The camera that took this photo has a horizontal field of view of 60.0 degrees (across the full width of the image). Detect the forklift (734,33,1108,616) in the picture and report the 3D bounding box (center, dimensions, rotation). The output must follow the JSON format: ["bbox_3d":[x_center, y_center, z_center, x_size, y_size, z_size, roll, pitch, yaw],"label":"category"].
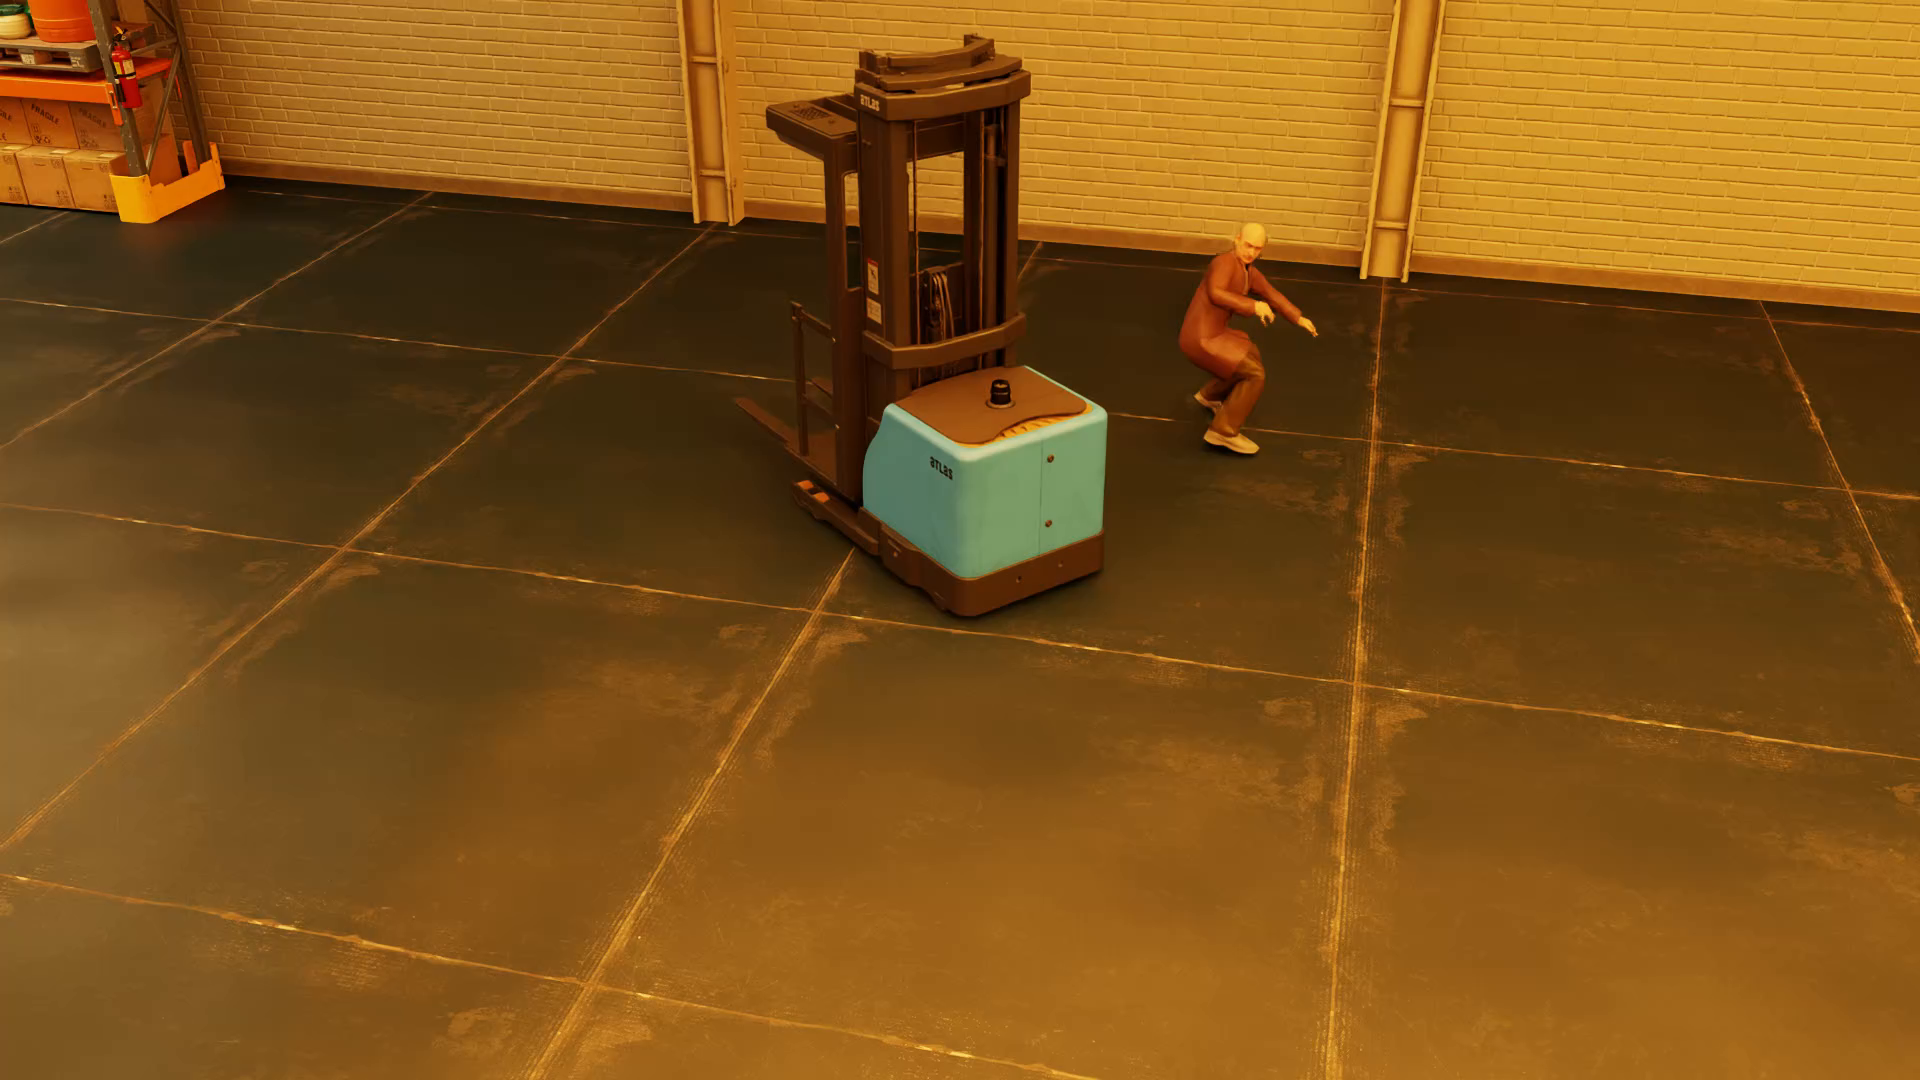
[{"bbox_3d":[-0.412,-1.527,9.865,1.130,2.935,3.031,-19,35,-30],"label":"forklift"}]

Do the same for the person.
[{"bbox_3d":[1.907,-1.334,11.028,0.912,1.534,0.847,6,30,10],"label":"person"}]
